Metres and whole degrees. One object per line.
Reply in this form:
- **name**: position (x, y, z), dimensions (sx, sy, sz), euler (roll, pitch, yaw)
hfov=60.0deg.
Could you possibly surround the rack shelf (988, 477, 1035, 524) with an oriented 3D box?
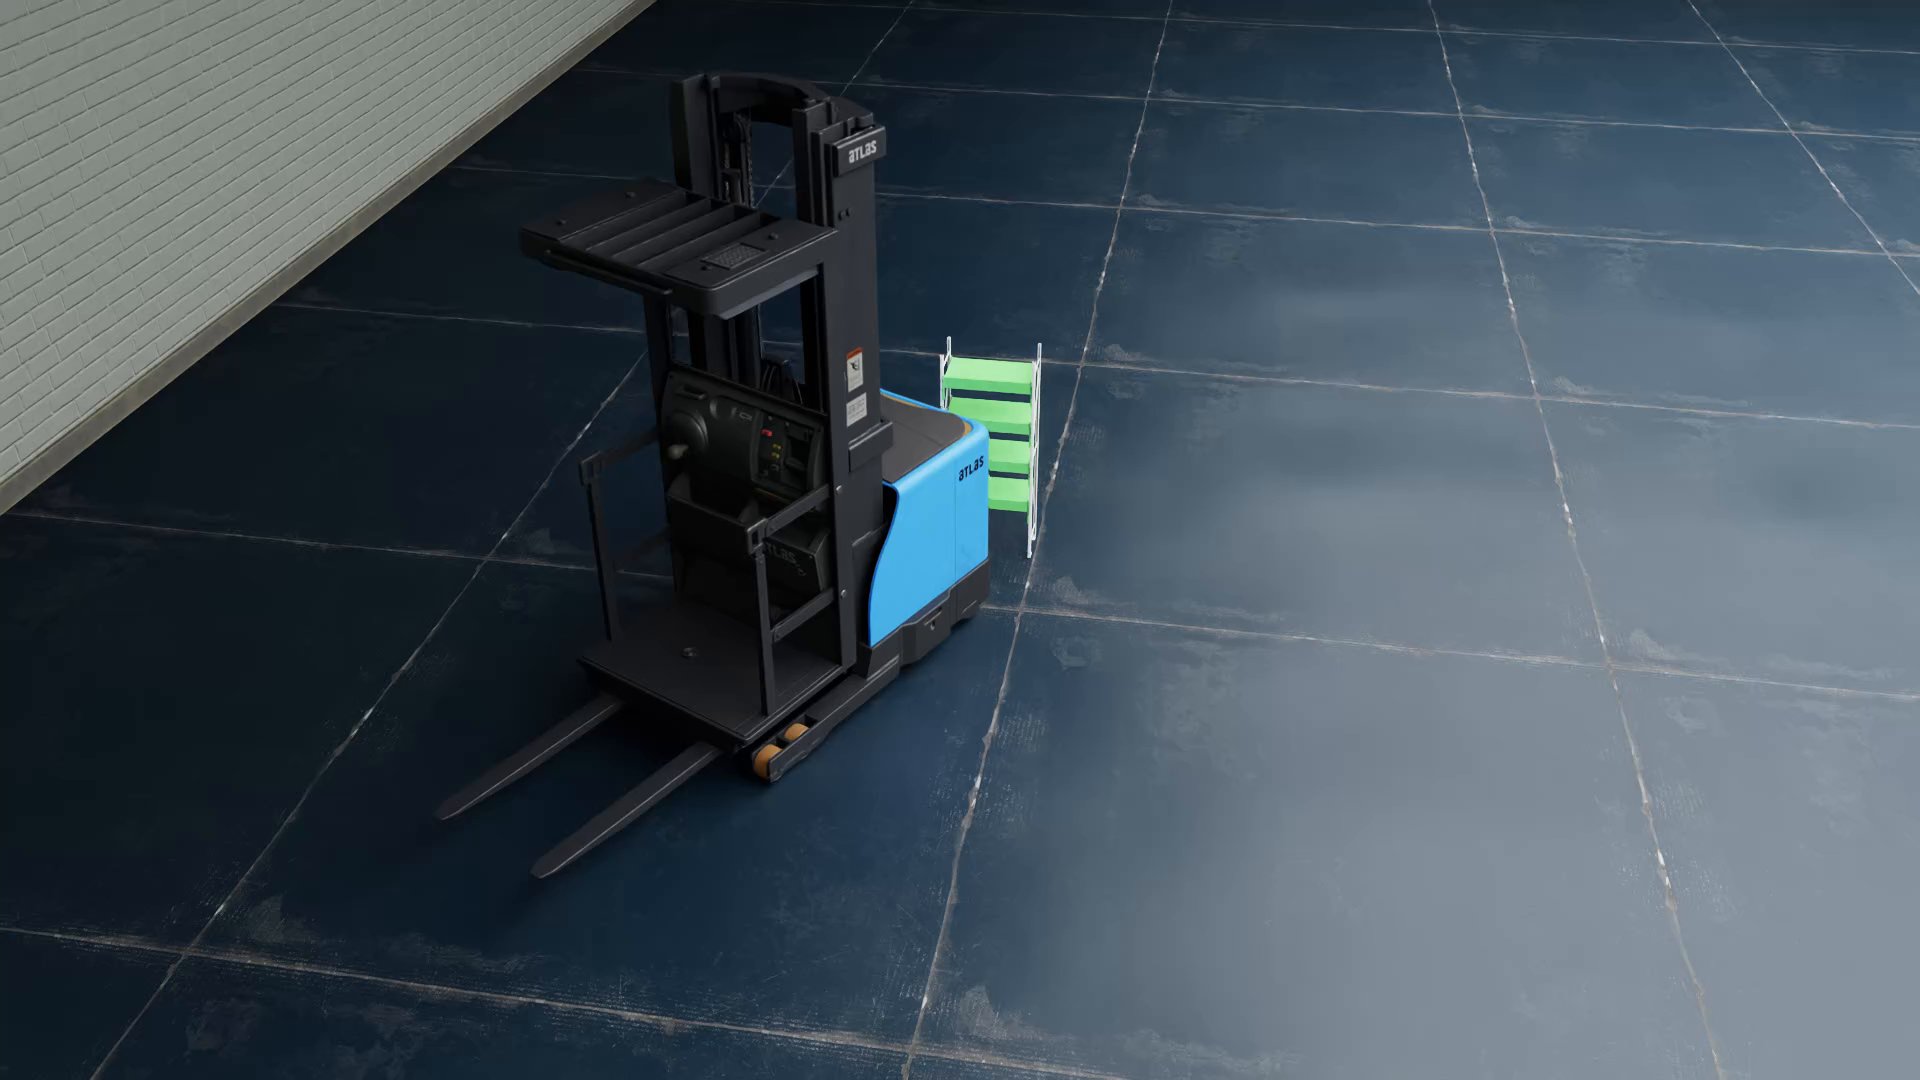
- **rack shelf**: position (0.163, -0.236, 9.243), dimensions (0.480, 0.148, 0.258), euler (5, 32, 8)

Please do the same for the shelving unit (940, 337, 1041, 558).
- **shelving unit**: position (0.163, -0.494, 9.082), dimensions (0.503, 1.200, 0.258), euler (5, 32, 8)

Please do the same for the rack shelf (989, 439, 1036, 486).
- **rack shelf**: position (0.163, -0.440, 9.116), dimensions (0.480, 0.148, 0.258), euler (5, 32, 8)

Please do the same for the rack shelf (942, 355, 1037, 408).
- **rack shelf**: position (0.163, -0.847, 8.861), dimensions (0.480, 0.148, 0.258), euler (5, 32, 8)

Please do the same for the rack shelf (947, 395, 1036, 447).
- **rack shelf**: position (0.163, -0.643, 8.988), dimensions (0.480, 0.148, 0.258), euler (5, 32, 8)

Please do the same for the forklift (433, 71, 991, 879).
- **forklift**: position (-1.108, -0.425, 7.341), dimensions (1.130, 2.935, 3.031), euler (21, 38, 30)

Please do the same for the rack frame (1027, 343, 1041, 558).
- **rack frame**: position (0.404, -0.472, 9.047), dimensions (0.015, 1.200, 0.240), euler (5, 32, 8)

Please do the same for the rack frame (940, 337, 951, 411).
- **rack frame**: position (-0.077, -0.516, 9.117), dimensions (0.015, 1.200, 0.240), euler (5, 32, 8)
